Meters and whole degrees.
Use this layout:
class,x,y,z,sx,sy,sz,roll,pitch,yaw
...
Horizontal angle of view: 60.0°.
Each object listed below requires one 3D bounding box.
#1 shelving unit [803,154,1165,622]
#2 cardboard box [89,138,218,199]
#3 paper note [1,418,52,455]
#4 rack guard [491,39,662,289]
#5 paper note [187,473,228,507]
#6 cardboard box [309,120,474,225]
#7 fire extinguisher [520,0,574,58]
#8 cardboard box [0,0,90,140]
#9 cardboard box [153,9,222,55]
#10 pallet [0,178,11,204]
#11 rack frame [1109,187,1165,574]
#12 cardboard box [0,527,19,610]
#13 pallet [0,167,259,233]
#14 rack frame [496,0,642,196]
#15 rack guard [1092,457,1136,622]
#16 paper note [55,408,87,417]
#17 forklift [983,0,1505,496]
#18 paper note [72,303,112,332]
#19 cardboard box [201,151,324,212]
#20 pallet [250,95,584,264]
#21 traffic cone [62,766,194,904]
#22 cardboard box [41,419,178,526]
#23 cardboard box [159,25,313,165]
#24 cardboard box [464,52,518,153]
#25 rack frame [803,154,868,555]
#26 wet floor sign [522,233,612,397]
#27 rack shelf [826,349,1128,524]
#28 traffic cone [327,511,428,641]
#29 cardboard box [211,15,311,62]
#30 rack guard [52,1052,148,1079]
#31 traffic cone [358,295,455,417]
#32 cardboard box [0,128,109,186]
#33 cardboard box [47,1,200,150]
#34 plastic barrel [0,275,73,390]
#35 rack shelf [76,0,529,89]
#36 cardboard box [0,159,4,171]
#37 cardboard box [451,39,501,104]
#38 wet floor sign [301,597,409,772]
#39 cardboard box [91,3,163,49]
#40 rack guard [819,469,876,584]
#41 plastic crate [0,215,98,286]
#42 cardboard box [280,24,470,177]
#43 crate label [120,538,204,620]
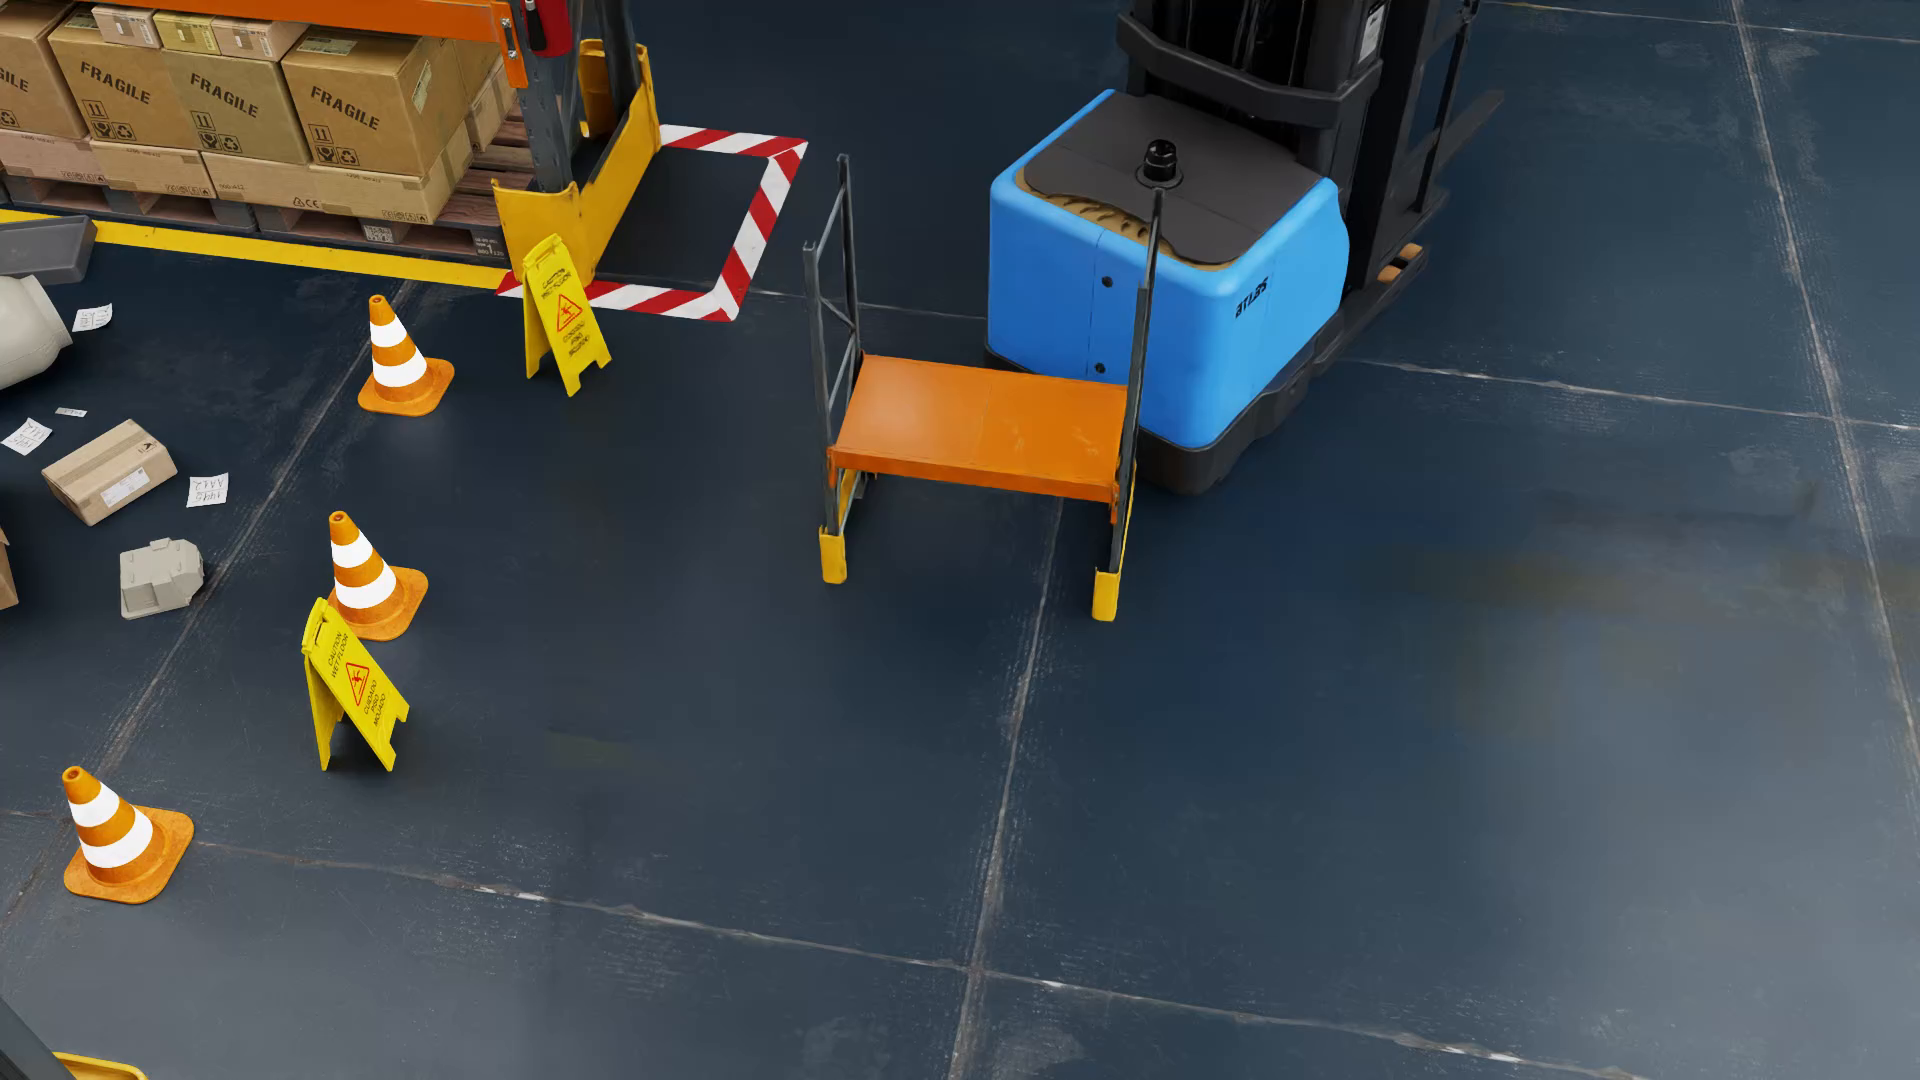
class,x,y,z,sx,sy,sz,roll,pitch,yaw
shelving unit,0.075,-0.491,5.683,1.083,1.500,0.587,8,49,7
cardboard box,-3.481,-1.790,7.408,0.500,0.250,0.500,6,48,5
paper note,-3.707,-0.414,6.609,0.142,0.019,0.148,23,52,20
rack guard,-1.689,-1.694,7.436,0.348,0.500,1.175,8,49,7
paper note,-2.898,-0.195,6.405,0.142,0.019,0.148,-7,48,-7
cardboard box,-2.481,-1.654,7.286,0.500,0.250,0.500,7,48,7
fire extinguisher,-1.583,-2.141,6.209,0.183,0.674,0.296,8,49,7
cardboard box,-3.979,-2.113,7.194,0.500,0.500,0.500,10,49,9
cardboard box,-3.069,-2.158,6.799,0.250,0.149,0.380,8,49,7
pallet,-4.883,-2.054,7.953,1.213,0.211,1.003,8,49,7
rack frame,0.584,-0.423,5.622,0.032,1.500,0.500,8,49,7
cardboard box,-3.793,-0.064,5.970,0.637,0.503,0.797,-23,52,-19
pallet,-3.679,-1.894,7.810,1.213,0.211,1.003,8,49,7
rack frame,-1.614,-2.520,6.497,0.127,3.000,1.000,8,49,7
rack guard,0.565,-0.008,6.089,0.087,0.250,0.587,8,49,7
paper note,-3.586,-0.516,6.706,0.123,0.001,0.032,8,49,7
forklift,1.387,-2.198,6.254,1.130,2.935,3.031,30,54,24
paper note,-3.696,-0.949,7.082,0.148,0.019,0.142,-7,48,-7
cardboard box,-2.966,-1.725,7.350,0.500,0.250,0.500,8,49,7
pallet,-2.482,-1.731,7.663,1.213,0.211,1.003,8,49,7
traffic cone,-2.665,0.855,5.170,0.334,0.463,0.336,8,49,7
cardboard box,-3.262,-0.261,6.385,0.250,0.149,0.380,32,56,26
cardboard box,-2.963,-1.973,7.068,0.500,0.500,0.500,9,49,8
cardboard box,-2.358,-2.050,7.642,0.500,0.250,0.500,7,48,7
rack frame,-0.416,-0.557,5.742,0.032,1.500,0.500,8,49,7
wet floor sign,-1.617,-0.924,6.647,0.232,0.644,0.267,23,52,20
rack shelf,0.084,-0.370,5.816,1.000,0.185,0.538,8,49,7
traffic cone,-2.129,0.073,5.873,0.334,0.463,0.336,8,49,7
cardboard box,-2.822,-2.123,6.767,0.250,0.149,0.380,9,49,8
rack guard,-2.371,1.956,4.157,0.348,0.500,1.175,8,49,7
traffic cone,-2.266,-0.784,6.644,0.334,0.463,0.336,8,49,7
cardboard box,-3.968,-1.864,7.474,0.500,0.250,0.500,7,48,6
cardboard box,-3.458,-2.045,7.133,0.500,0.500,0.500,7,48,6
plastic barrel,-3.916,-0.824,6.705,0.512,0.421,0.421,-32,55,-25
rack shelf,-3.582,-2.544,7.003,4.000,0.370,1.077,8,49,7
cardboard box,-4.490,-1.932,7.536,0.500,0.250,0.500,10,49,9
cardboard box,-2.382,-2.303,7.365,0.500,0.500,0.500,6,48,6
wet floor sign,-2.014,0.459,5.404,0.232,0.644,0.267,0,48,0
cardboard box,-3.328,-2.195,6.831,0.250,0.149,0.380,10,49,8
rack guard,-0.415,-0.139,6.207,0.087,0.250,0.587,8,49,7
plastic crate,-4.151,-1.265,7.333,0.583,0.080,0.402,-7,48,-7
cardboard box,-2.449,-1.907,7.009,0.500,0.500,0.500,8,49,7
crate label,-2.914,0.123,6.047,0.298,0.136,0.250,-15,50,-13
